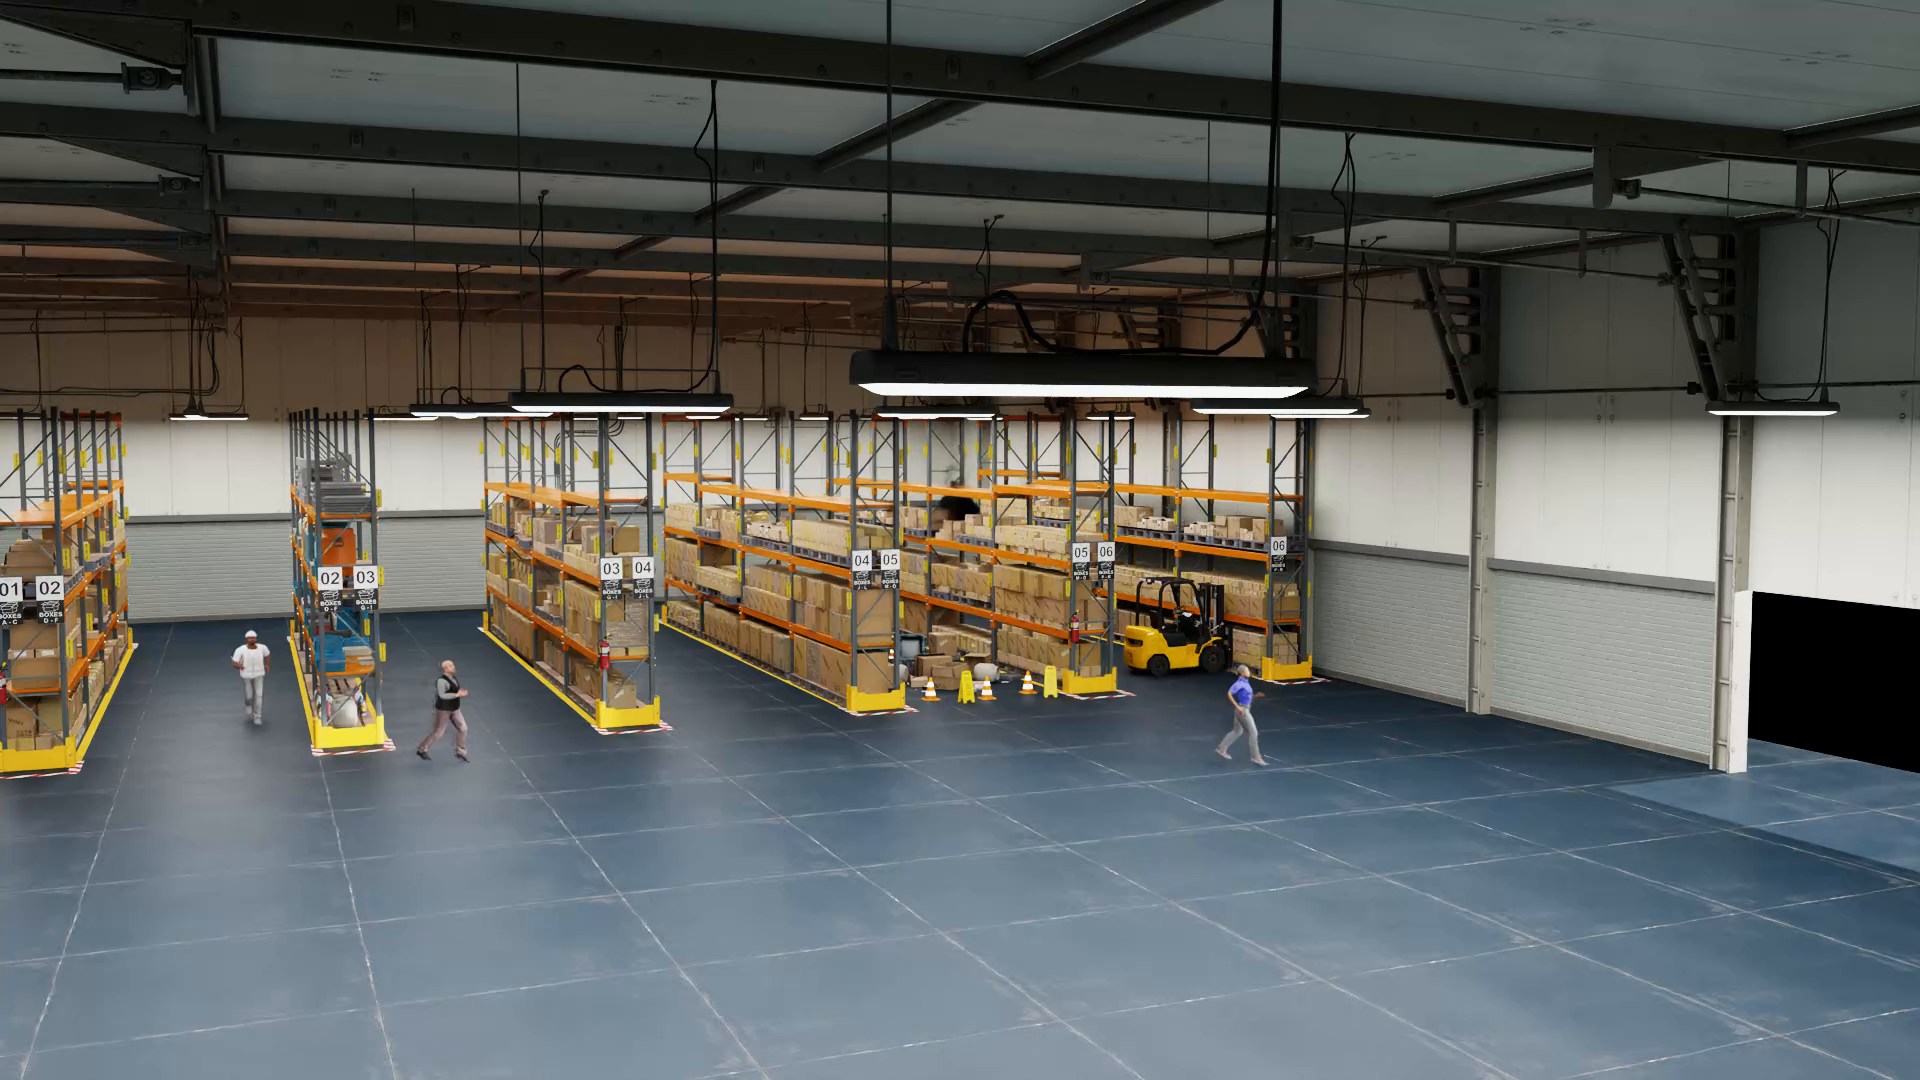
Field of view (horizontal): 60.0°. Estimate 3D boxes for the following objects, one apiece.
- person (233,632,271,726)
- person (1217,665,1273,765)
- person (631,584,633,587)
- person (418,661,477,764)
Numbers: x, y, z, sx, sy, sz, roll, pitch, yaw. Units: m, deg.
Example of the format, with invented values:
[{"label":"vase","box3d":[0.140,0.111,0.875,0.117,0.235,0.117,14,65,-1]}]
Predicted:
[{"label":"person","box3d":[-13.497,2.624,31.741,0.699,1.758,0.905,-2,5,-29]},{"label":"person","box3d":[4.784,2.921,27.875,0.929,1.658,0.570,1,4,11]},{"label":"person","box3d":[-9.391,1.540,48.464,0.556,1.509,0.591,-3,5,-40]},{"label":"person","box3d":[-8.625,2.903,28.006,0.943,1.757,0.665,1,4,10]}]
